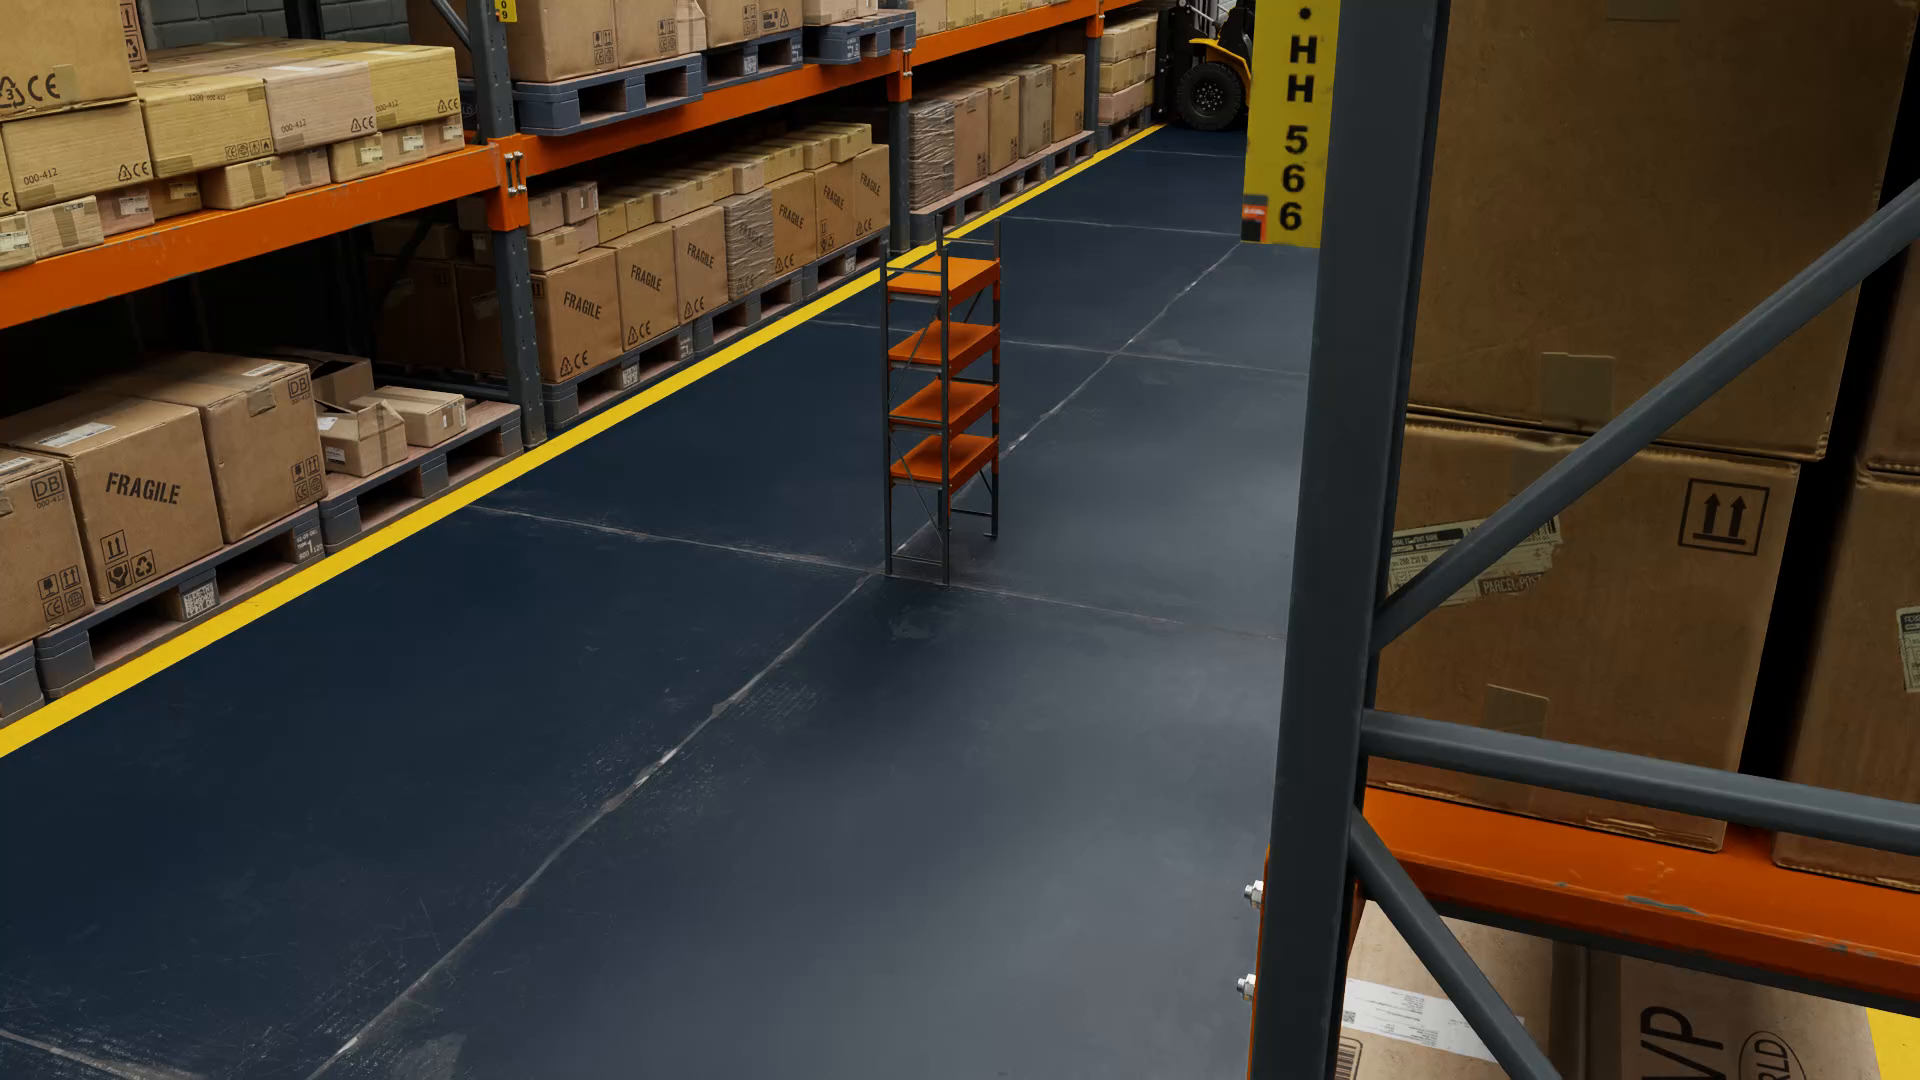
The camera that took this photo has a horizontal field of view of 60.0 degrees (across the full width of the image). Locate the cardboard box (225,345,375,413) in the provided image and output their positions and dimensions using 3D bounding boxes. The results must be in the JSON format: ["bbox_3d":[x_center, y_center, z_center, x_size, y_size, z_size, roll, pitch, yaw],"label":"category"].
[{"bbox_3d":[-2.756,-0.614,6.772,0.500,0.311,0.500,10,25,22],"label":"cardboard box"}]

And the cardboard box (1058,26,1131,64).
[{"bbox_3d":[1.151,-4.241,14.237,0.500,0.250,0.500,8,24,19],"label":"cardboard box"}]

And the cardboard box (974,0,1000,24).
[{"bbox_3d":[-0.038,-3.714,11.445,0.500,0.250,0.500,8,24,18],"label":"cardboard box"}]

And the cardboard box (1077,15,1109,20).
[{"bbox_3d":[1.058,-4.679,15.286,0.500,0.250,0.500,9,24,20],"label":"cardboard box"}]

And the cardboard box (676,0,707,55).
[{"bbox_3d":[-1.419,-2.438,7.823,0.396,0.266,0.258,10,25,23],"label":"cardboard box"}]

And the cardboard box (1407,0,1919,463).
[{"bbox_3d":[0.791,-0.437,1.977,0.500,0.500,0.500,10,25,22],"label":"cardboard box"}]

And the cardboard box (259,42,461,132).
[{"bbox_3d":[-2.254,-1.714,6.271,0.500,0.250,0.500,9,24,21],"label":"cardboard box"}]

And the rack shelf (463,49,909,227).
[{"bbox_3d":[-1.549,-2.247,8.672,1.077,0.370,4.000,9,24,20],"label":"rack shelf"}]

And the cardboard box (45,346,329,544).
[{"bbox_3d":[-2.723,-0.350,5.893,0.700,0.500,0.500,8,24,18],"label":"cardboard box"}]

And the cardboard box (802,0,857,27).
[{"bbox_3d":[-0.897,-2.996,9.180,0.500,0.250,0.500,8,24,18],"label":"cardboard box"}]

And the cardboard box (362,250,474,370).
[{"bbox_3d":[-2.384,-1.122,7.742,0.500,0.500,0.500,9,24,20],"label":"cardboard box"}]

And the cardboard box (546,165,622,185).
[{"bbox_3d":[-1.981,-1.845,8.633,0.380,0.149,0.250,9,24,21],"label":"cardboard box"}]

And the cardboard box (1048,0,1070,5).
[{"bbox_3d":[0.554,-4.259,12.748,0.500,0.250,0.500,9,24,20],"label":"cardboard box"}]

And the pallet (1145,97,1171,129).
[{"bbox_3d":[1.466,-4.156,15.927,1.003,0.211,1.213,9,24,20],"label":"pallet"}]

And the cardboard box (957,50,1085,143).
[{"bbox_3d":[0.497,-3.636,13.599,0.875,0.625,0.625,10,25,22],"label":"cardboard box"}]

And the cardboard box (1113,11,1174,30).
[{"bbox_3d":[1.727,-4.789,15.548,0.500,0.250,0.500,8,24,19],"label":"cardboard box"}]

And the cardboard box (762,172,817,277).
[{"bbox_3d":[-1.151,-1.788,9.337,0.500,0.500,0.500,10,25,22],"label":"cardboard box"}]

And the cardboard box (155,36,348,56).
[{"bbox_3d":[-2.726,-1.793,6.459,0.500,0.250,0.500,8,24,19],"label":"cardboard box"}]

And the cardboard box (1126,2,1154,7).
[{"bbox_3d":[1.629,-5.220,16.580,0.500,0.250,0.500,9,24,20],"label":"cardboard box"}]

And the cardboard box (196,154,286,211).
[{"bbox_3d":[-2.517,-1.219,5.603,0.380,0.149,0.250,8,24,19],"label":"cardboard box"}]

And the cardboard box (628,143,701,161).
[{"bbox_3d":[-1.669,-2.117,9.282,0.380,0.149,0.250,8,24,19],"label":"cardboard box"}]

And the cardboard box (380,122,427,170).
[{"bbox_3d":[-2.252,-1.501,6.278,0.380,0.149,0.250,9,24,21],"label":"cardboard box"}]

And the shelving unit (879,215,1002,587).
[{"bbox_3d":[-0.061,-0.494,5.877,0.258,1.200,0.503,9,24,20],"label":"shelving unit"}]

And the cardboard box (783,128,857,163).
[{"bbox_3d":[-0.827,-2.319,9.768,0.380,0.149,0.250,7,24,17],"label":"cardboard box"}]

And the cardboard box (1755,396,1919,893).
[{"bbox_3d":[1.278,0.100,1.988,0.500,0.500,0.500,9,24,20],"label":"cardboard box"}]

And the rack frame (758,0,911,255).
[{"bbox_3d":[-0.806,-3.295,10.246,1.000,3.000,0.127,9,24,20],"label":"rack frame"}]

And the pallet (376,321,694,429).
[{"bbox_3d":[-2.024,-0.873,8.067,1.003,0.211,1.213,9,24,20],"label":"pallet"}]

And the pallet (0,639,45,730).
[{"bbox_3d":[-3.454,0.542,4.679,1.003,0.211,1.213,9,24,20],"label":"pallet"}]

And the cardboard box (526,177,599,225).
[{"bbox_3d":[-1.859,-1.531,7.493,0.380,0.149,0.250,8,24,17],"label":"cardboard box"}]

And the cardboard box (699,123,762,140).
[{"bbox_3d":[-1.412,-2.401,9.964,0.380,0.149,0.250,10,25,22],"label":"cardboard box"}]

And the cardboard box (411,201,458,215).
[{"bbox_3d":[-2.330,-1.471,7.737,0.380,0.149,0.250,9,24,20],"label":"cardboard box"}]

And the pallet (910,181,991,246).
[{"bbox_3d":[-0.464,-2.297,11.476,1.003,0.211,1.213,9,24,20],"label":"pallet"}]

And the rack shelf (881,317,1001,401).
[{"bbox_3d":[-0.061,-0.639,5.817,0.258,0.148,0.480,9,24,20],"label":"rack shelf"}]

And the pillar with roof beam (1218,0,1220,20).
[{"bbox_3d":[7.296,-10.337,19.321,9.100,9.000,0.400,9,24,20],"label":"pillar with roof beam"}]

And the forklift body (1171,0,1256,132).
[{"bbox_3d":[3.155,-4.826,15.014,2.313,2.155,1.214,9,24,20],"label":"forklift body"}]

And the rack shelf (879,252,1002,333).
[{"bbox_3d":[-0.061,-0.857,5.725,0.258,0.148,0.480,9,24,20],"label":"rack shelf"}]

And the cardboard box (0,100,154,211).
[{"bbox_3d":[-2.816,-1.172,4.973,0.500,0.250,0.500,8,24,19],"label":"cardboard box"}]

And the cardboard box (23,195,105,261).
[{"bbox_3d":[-2.797,-0.946,4.948,0.380,0.149,0.250,9,24,21],"label":"cardboard box"}]

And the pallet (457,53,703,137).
[{"bbox_3d":[-1.893,-2.045,7.504,1.003,0.211,1.213,9,24,20],"label":"pallet"}]

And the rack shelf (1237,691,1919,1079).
[{"bbox_3d":[1.576,-0.107,3.547,1.077,0.370,4.000,9,24,20],"label":"rack shelf"}]

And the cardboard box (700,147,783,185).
[{"bbox_3d":[-1.198,-2.054,9.133,0.380,0.149,0.250,8,24,19],"label":"cardboard box"}]

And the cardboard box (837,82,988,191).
[{"bbox_3d":[-0.326,-2.849,11.715,0.875,0.625,0.625,10,25,22],"label":"cardboard box"}]

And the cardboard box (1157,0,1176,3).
[{"bbox_3d":[2.285,-5.335,16.855,0.500,0.250,0.500,10,25,22],"label":"cardboard box"}]

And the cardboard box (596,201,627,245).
[{"bbox_3d":[-1.795,-1.497,7.799,0.380,0.149,0.250,7,24,17],"label":"cardboard box"}]

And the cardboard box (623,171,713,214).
[{"bbox_3d":[-1.484,-1.770,8.452,0.380,0.149,0.250,10,25,22],"label":"cardboard box"}]

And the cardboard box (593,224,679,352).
[{"bbox_3d":[-1.714,-1.237,8.017,0.500,0.500,0.500,8,24,19],"label":"cardboard box"}]

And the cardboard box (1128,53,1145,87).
[{"bbox_3d":[1.332,-4.191,14.767,0.500,0.250,0.500,9,24,20],"label":"cardboard box"}]

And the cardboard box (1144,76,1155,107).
[{"bbox_3d":[1.518,-4.147,15.309,0.500,0.250,0.500,9,24,21],"label":"cardboard box"}]
